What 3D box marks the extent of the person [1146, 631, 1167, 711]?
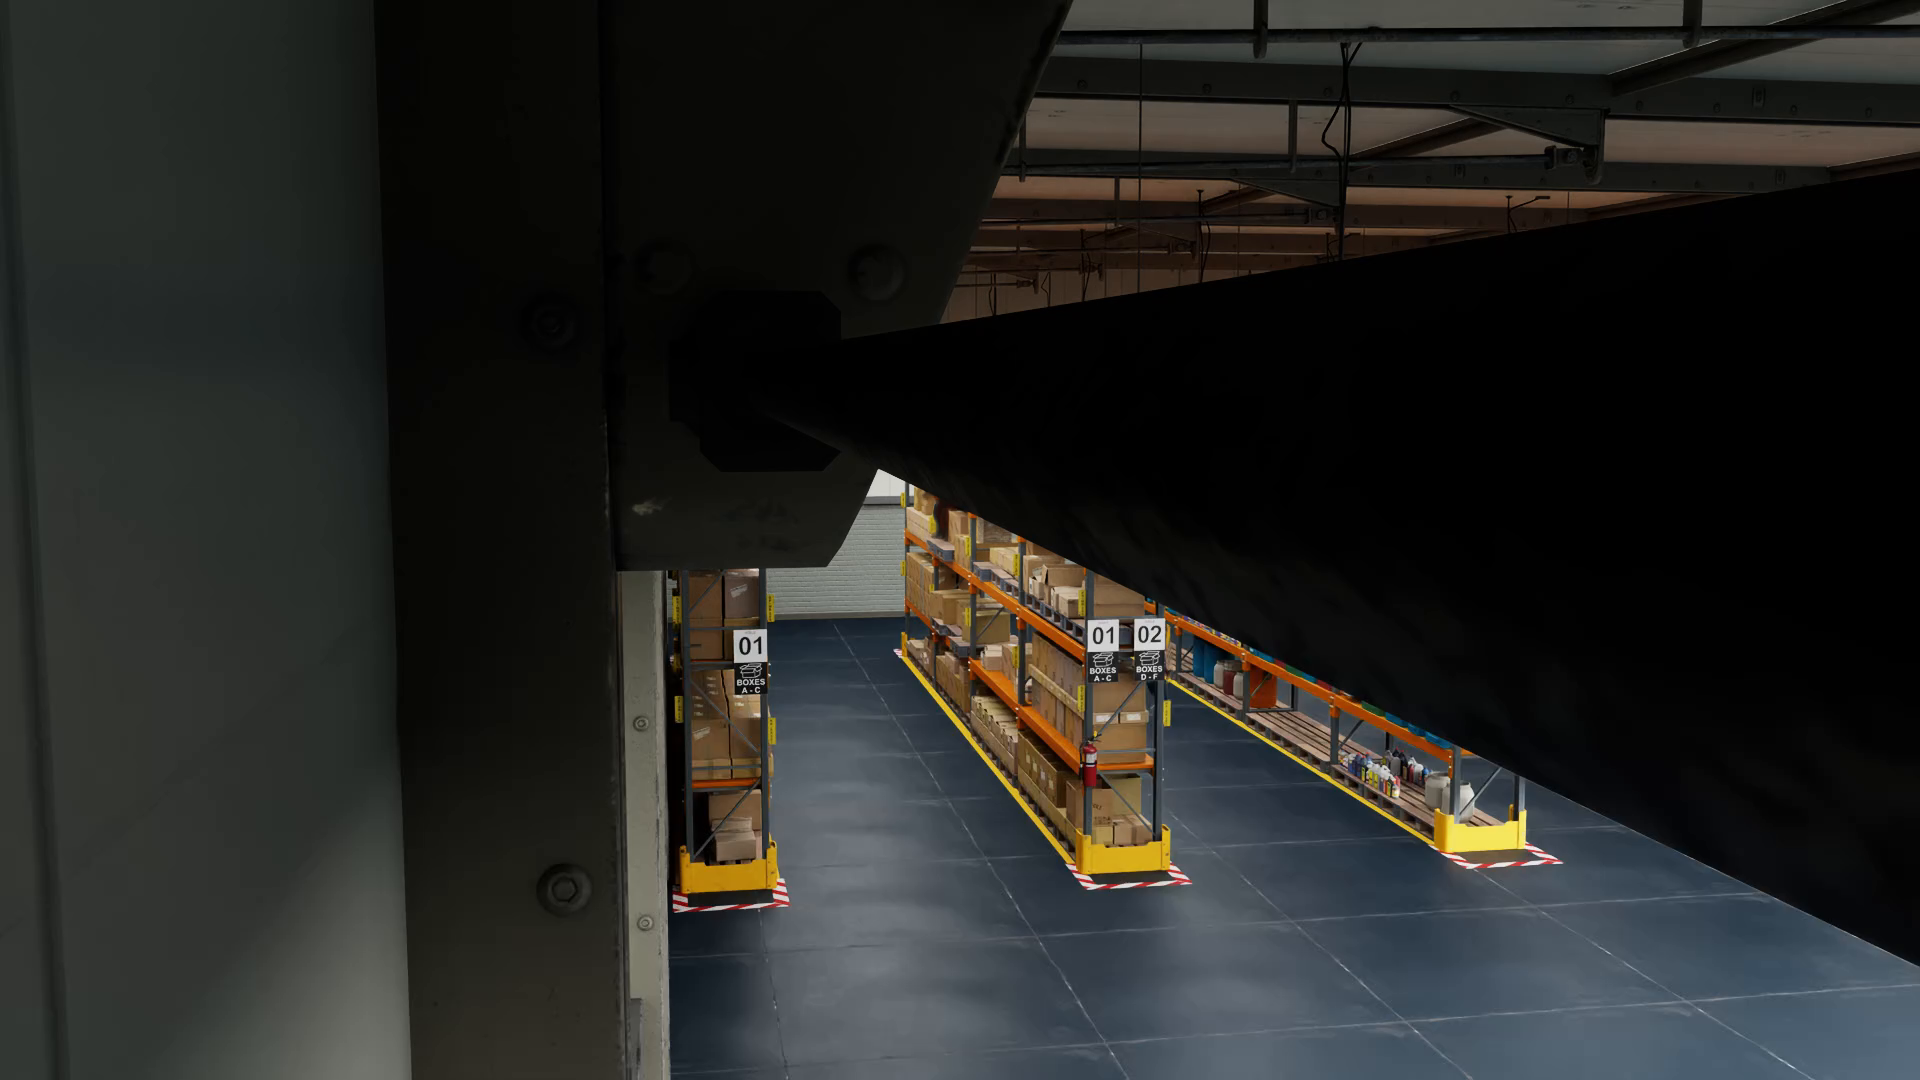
[{"bbox_3d":[3.575,2.354,30.150,0.351,1.601,0.490,-1,6,-14],"label":"person"}]
